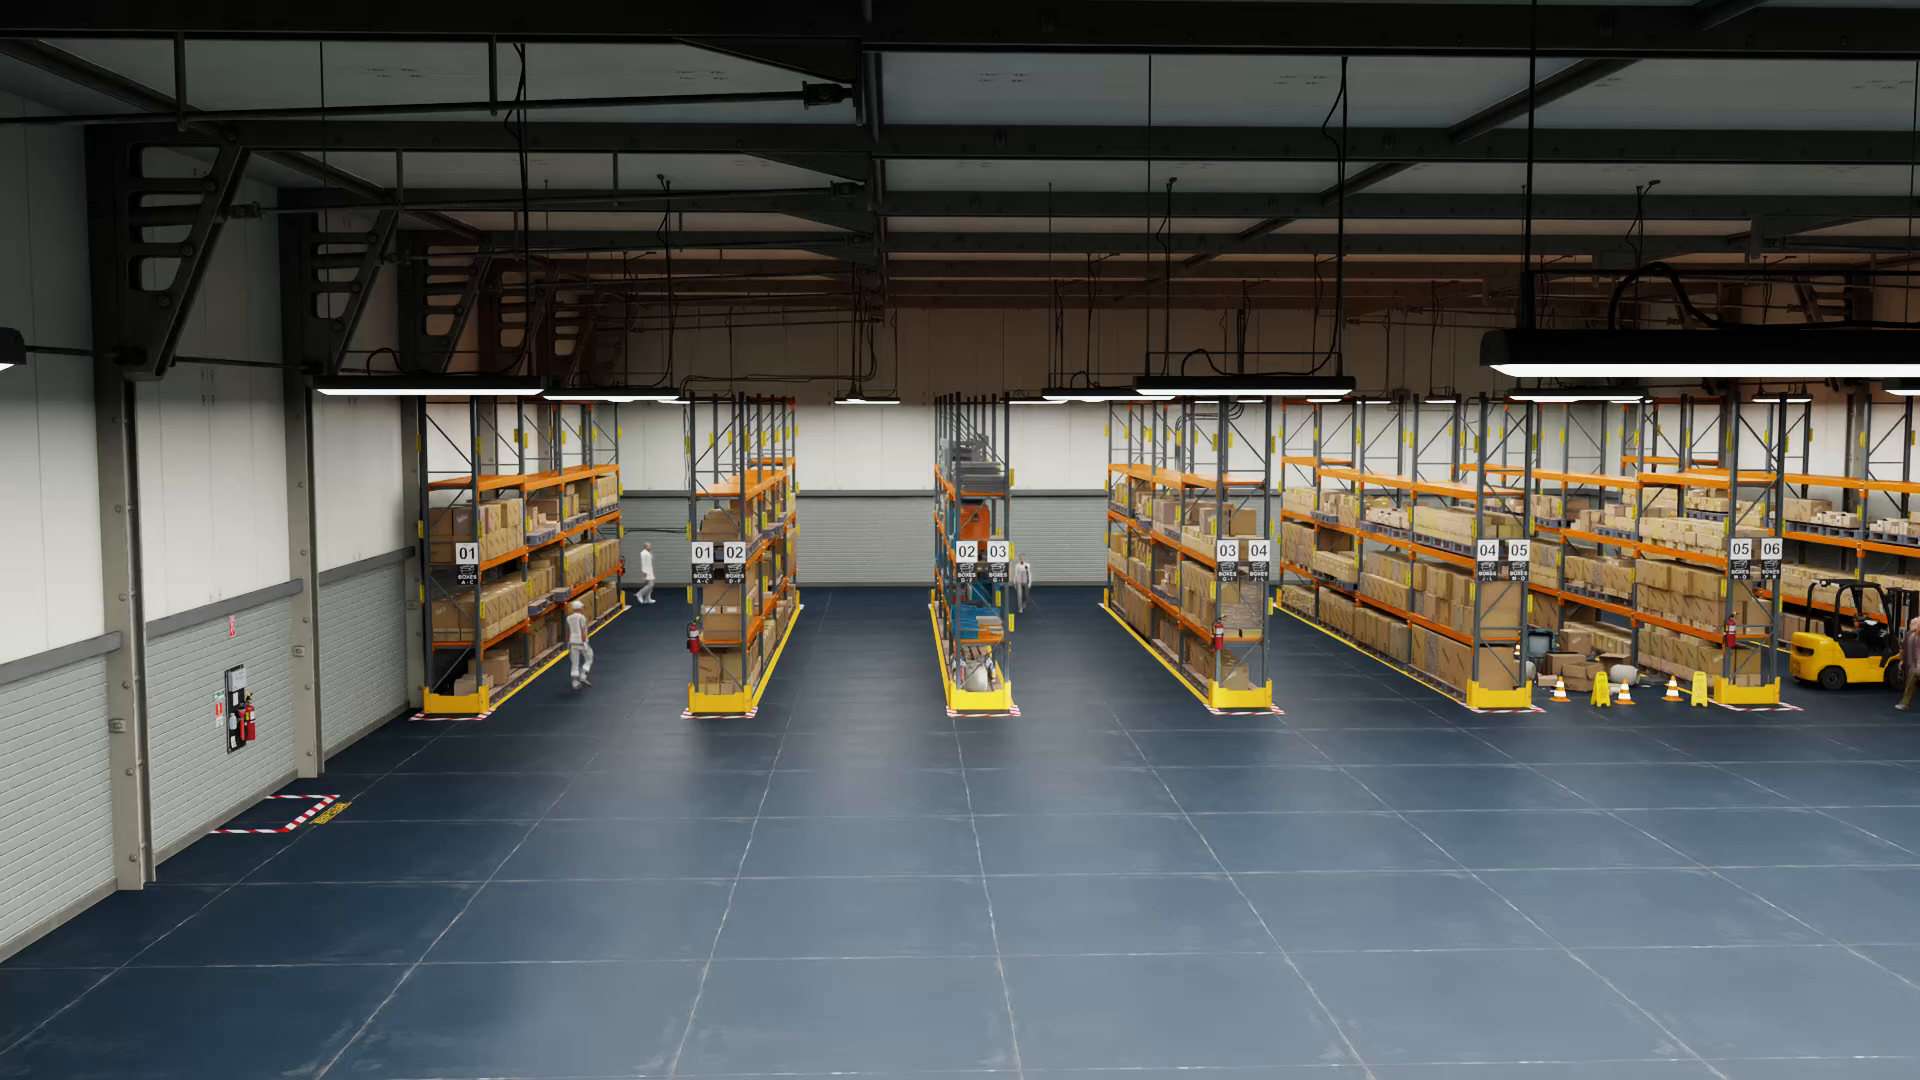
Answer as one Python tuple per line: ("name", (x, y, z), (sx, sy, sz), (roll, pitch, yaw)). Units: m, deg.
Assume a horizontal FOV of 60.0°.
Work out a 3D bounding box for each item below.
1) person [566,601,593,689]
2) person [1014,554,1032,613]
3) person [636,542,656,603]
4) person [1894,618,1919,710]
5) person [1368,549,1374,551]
("person", (-7.757, 2.117, 33.744), (0.546, 1.772, 0.495), (1, 5, 11))
("person", (1.753, 1.179, 46.349), (0.487, 1.634, 0.852), (0, 5, -5))
("person", (-9.124, 0.949, 48.276), (0.566, 1.777, 0.601), (0, 5, -4))
("person", (18.091, 2.333, 31.414), (1.111, 1.736, 0.624), (-1, 5, -14))
("person", (12.107, 1.028, 48.705), (0.847, 1.560, 0.396), (0, 5, 1))
